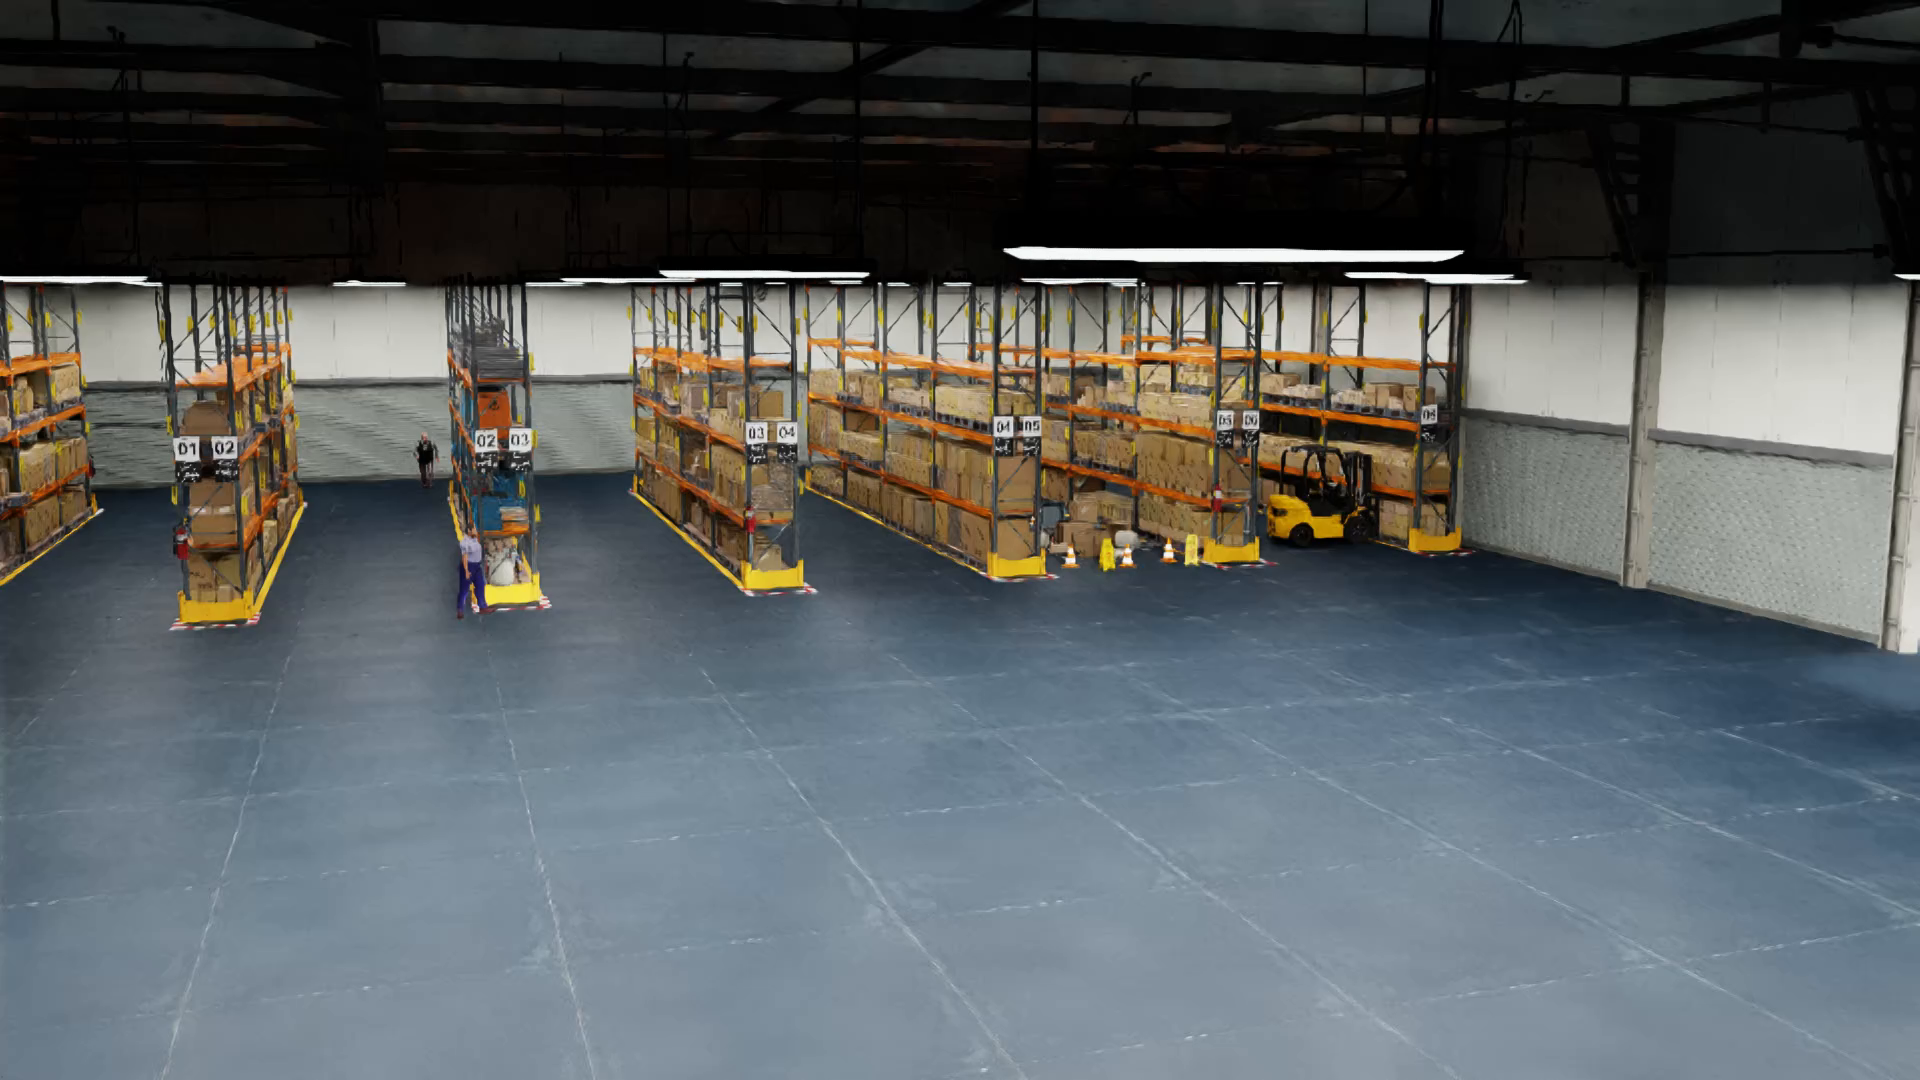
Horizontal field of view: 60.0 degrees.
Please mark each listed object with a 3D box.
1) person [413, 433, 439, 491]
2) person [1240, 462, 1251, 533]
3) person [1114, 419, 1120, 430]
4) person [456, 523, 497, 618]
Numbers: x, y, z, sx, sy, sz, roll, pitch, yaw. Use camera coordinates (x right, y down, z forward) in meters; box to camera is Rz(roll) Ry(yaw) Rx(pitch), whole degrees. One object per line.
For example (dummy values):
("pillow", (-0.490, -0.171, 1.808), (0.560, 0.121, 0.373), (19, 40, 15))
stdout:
("person", (-15.226, -2.244, 47.422), (0.680, 1.655, 0.866), (-2, 9, -13))
("person", (6.691, -1.019, 39.177), (0.569, 1.668, 0.562), (2, 9, 12))
("person", (5.127, -3.122, 53.117), (0.564, 1.666, 0.368), (7, 11, 39))
("person", (-8.579, 0.504, 29.257), (0.527, 1.644, 0.713), (2, 9, 13))
